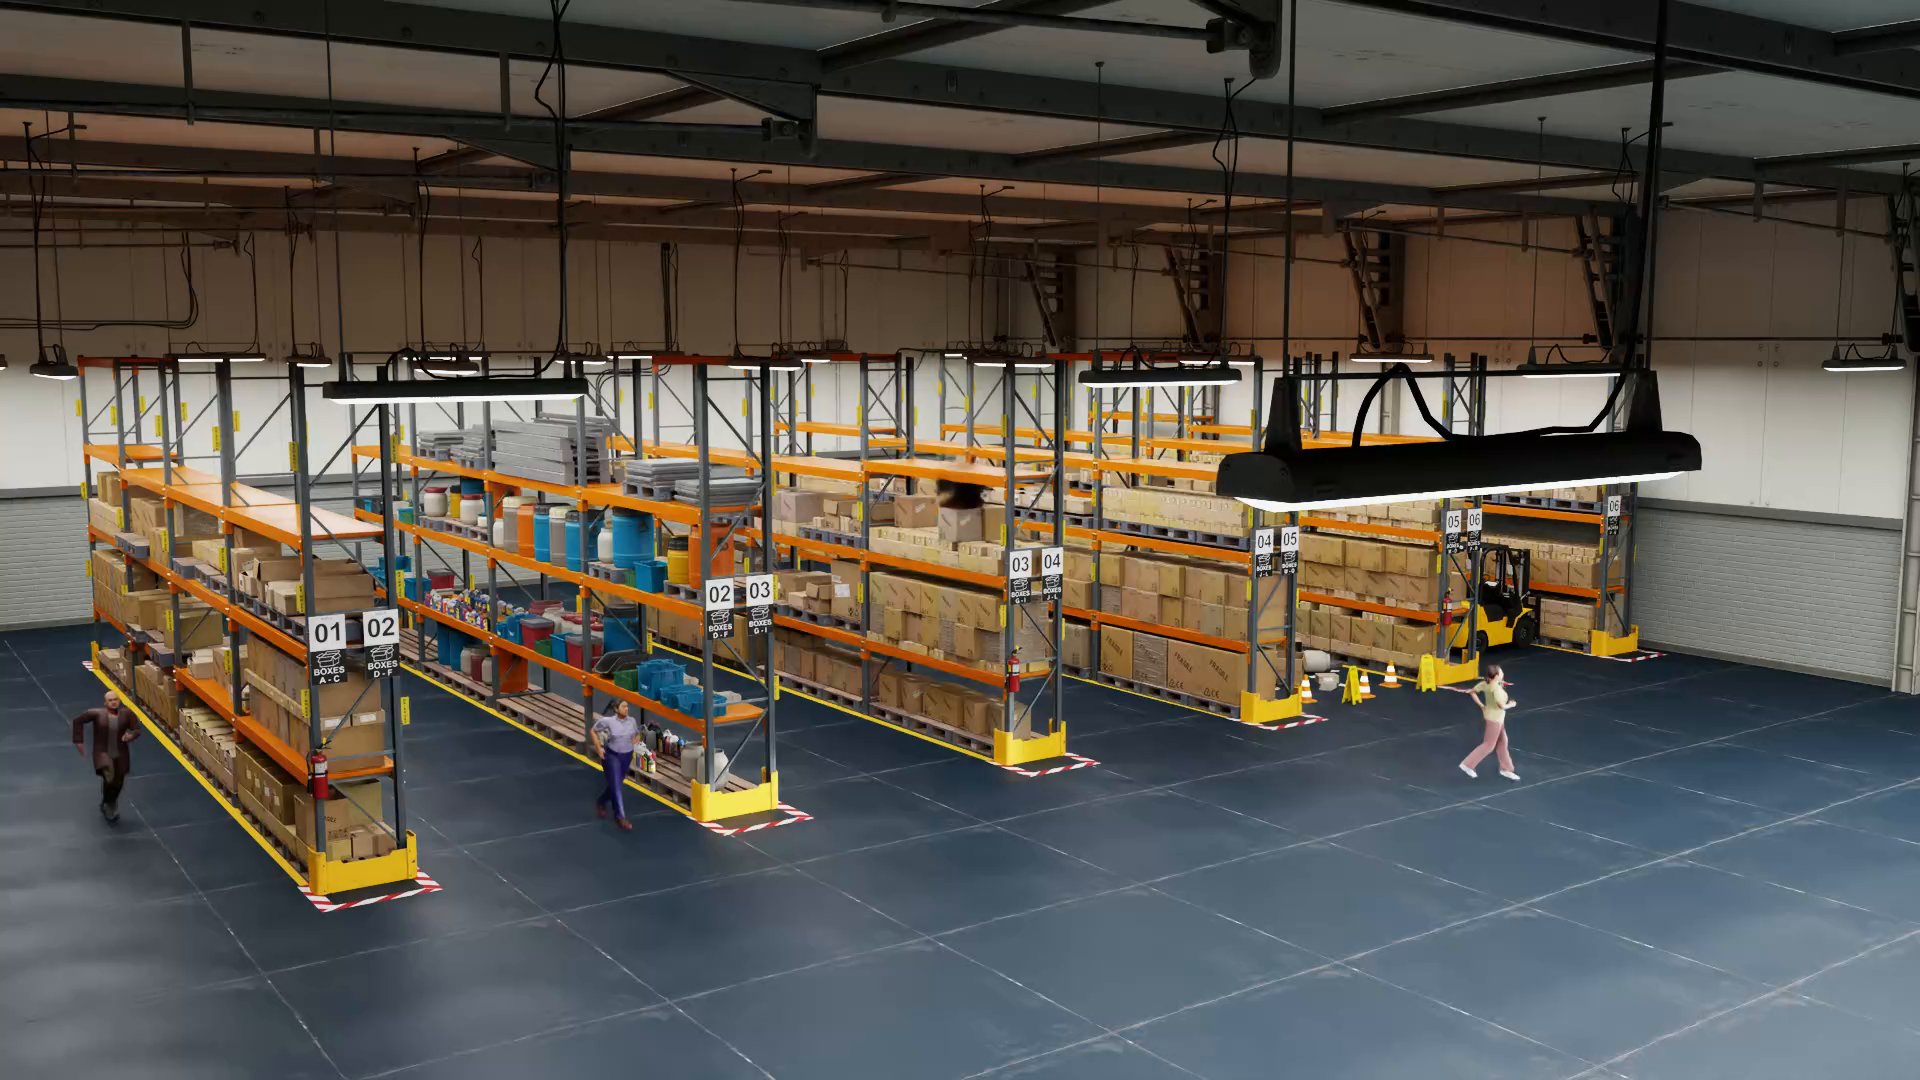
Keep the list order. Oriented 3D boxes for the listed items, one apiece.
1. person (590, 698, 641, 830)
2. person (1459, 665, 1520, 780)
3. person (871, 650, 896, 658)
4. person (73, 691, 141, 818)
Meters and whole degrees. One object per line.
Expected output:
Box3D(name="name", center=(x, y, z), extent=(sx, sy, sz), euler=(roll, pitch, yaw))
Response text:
Box3D(name="person", center=(-4.416, 2.867, 21.655), extent=(0.964, 1.625, 0.623), euler=(7, 10, 44))
Box3D(name="person", center=(7.595, 2.615, 23.731), extent=(0.927, 1.696, 0.565), euler=(0, 7, -3))
Box3D(name="person", center=(-1.595, 1.472, 33.213), extent=(0.518, 1.696, 0.887), euler=(-5, 9, -38))
Box3D(name="person", center=(-11.118, 2.828, 21.749), extent=(0.755, 1.732, 0.812), euler=(-6, 9, -40))
